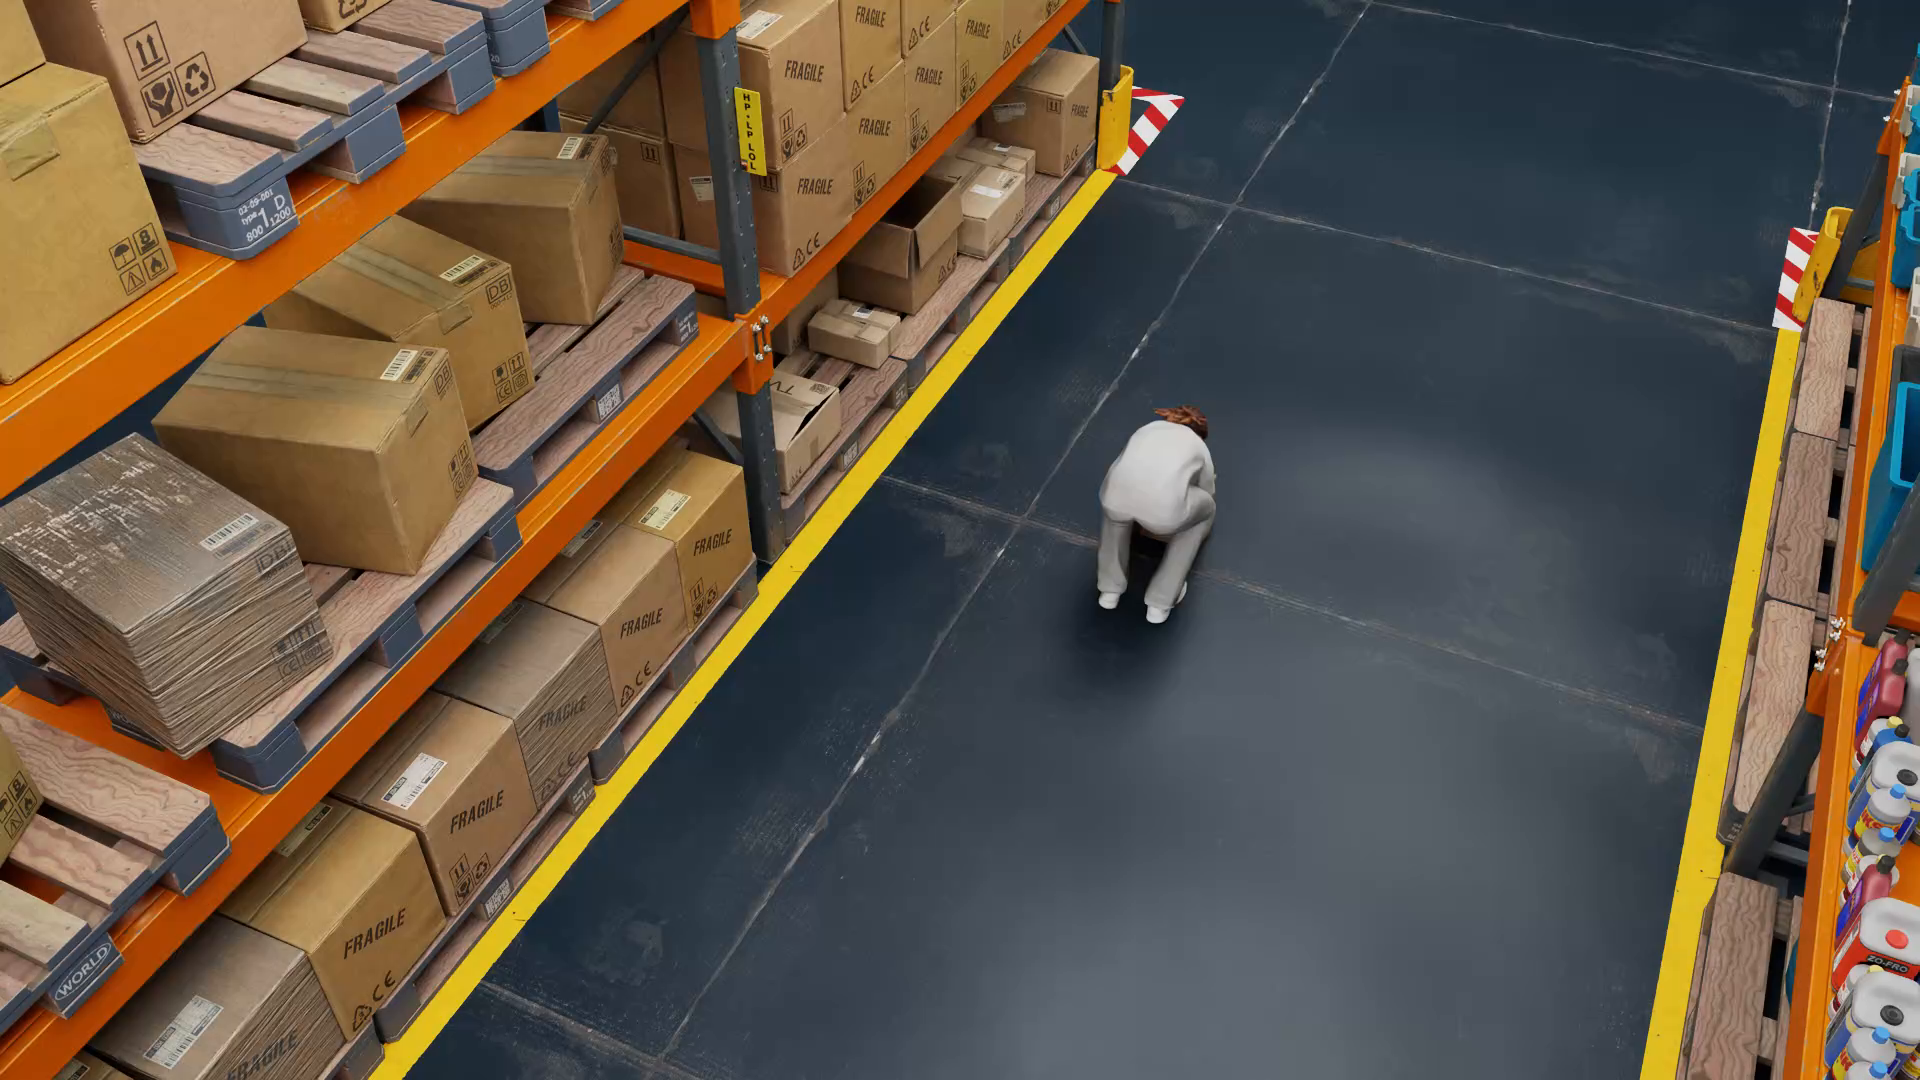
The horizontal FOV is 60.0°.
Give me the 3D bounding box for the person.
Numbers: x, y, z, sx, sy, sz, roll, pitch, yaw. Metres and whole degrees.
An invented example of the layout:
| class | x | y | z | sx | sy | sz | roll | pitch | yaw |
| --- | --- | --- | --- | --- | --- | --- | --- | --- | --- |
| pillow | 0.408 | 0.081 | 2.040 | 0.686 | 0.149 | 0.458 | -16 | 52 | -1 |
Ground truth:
| class | x | y | z | sx | sy | sz | roll | pitch | yaw |
| --- | --- | --- | --- | --- | --- | --- | --- | --- | --- |
| person | 0.833 | -0.164 | 6.971 | 0.478 | 0.841 | 0.854 | 16 | 44 | 16 |
